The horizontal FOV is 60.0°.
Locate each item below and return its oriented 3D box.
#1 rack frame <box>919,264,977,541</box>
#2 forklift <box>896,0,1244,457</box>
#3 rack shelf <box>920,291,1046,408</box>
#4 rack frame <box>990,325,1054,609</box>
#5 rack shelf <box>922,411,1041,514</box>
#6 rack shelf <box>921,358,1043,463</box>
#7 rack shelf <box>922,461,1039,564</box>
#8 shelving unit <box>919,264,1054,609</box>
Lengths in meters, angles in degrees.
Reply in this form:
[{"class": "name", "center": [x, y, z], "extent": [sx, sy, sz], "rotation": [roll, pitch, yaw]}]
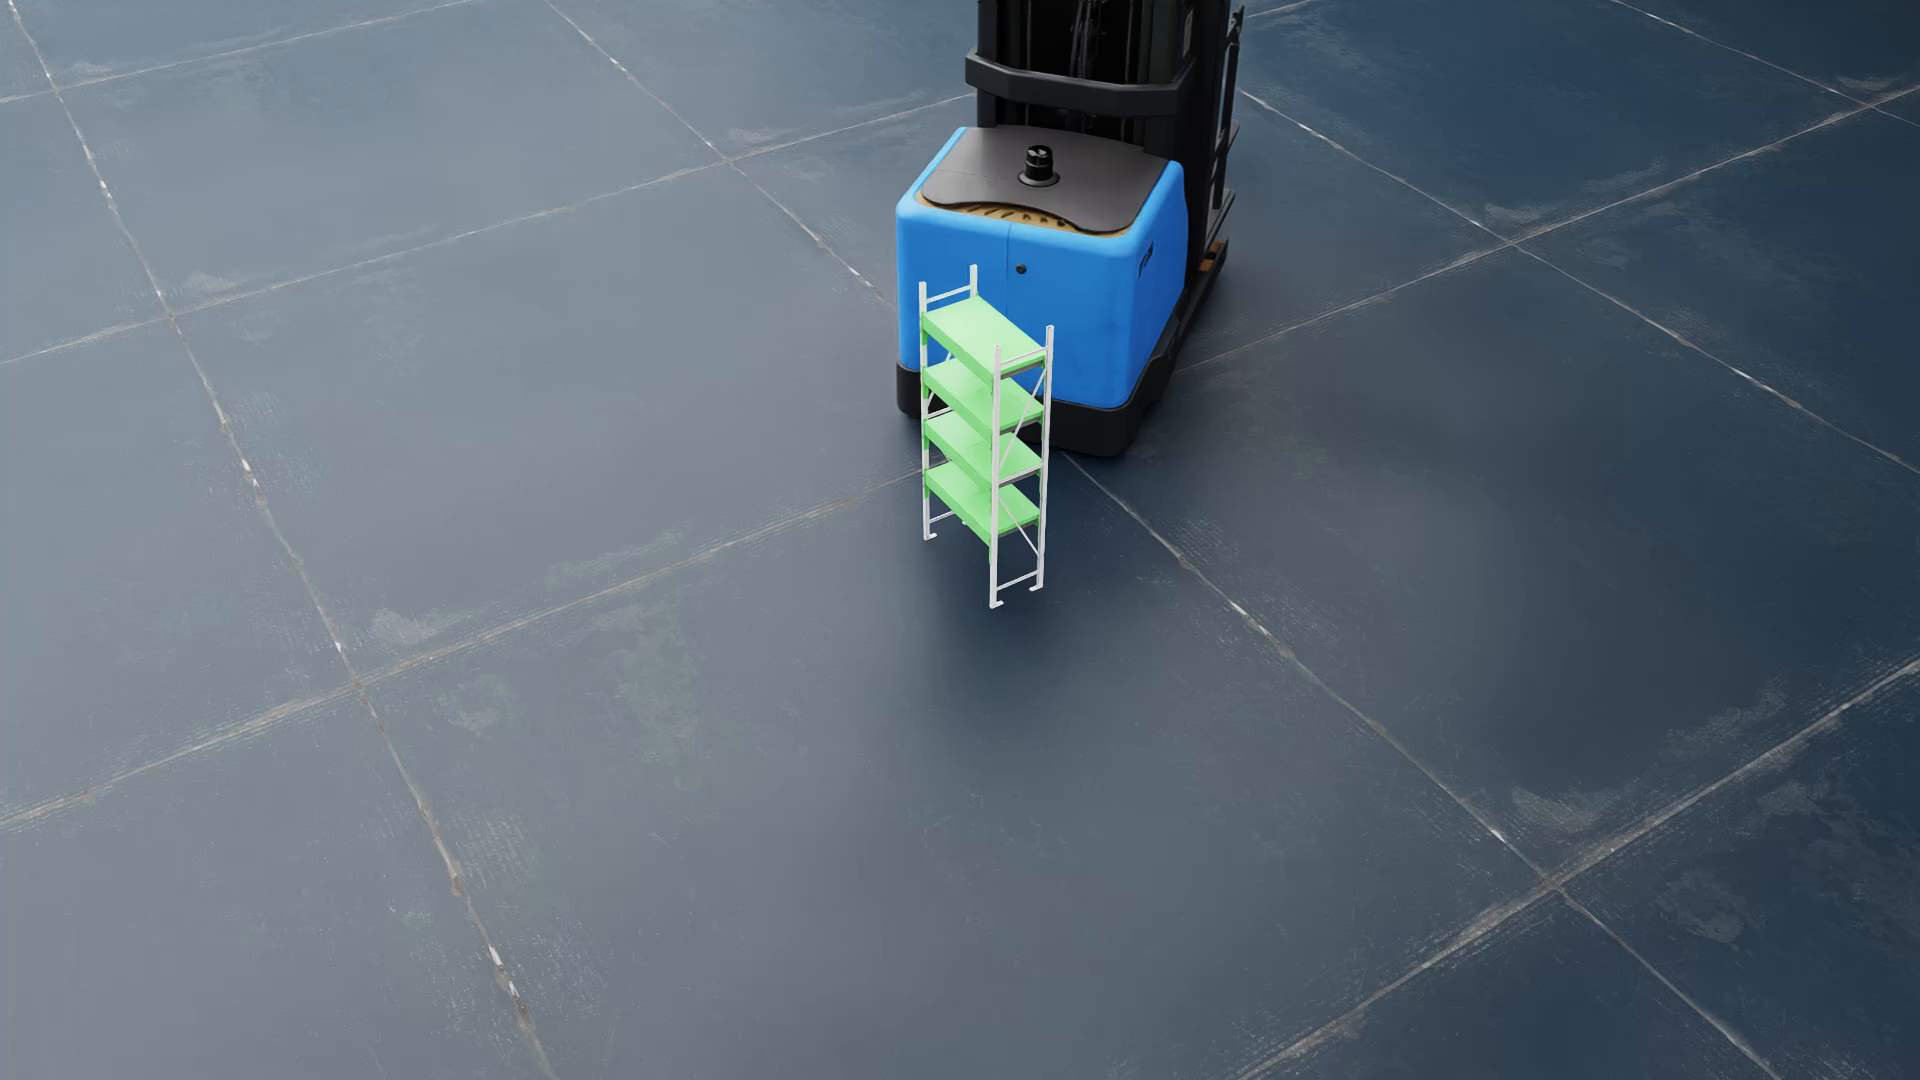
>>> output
[{"class": "rack frame", "center": [-0.042, -0.503, 6.417], "extent": [0.240, 1.200, 0.015], "rotation": [-22, 45, -24]}, {"class": "forklift", "center": [0.704, -2.430, 7.377], "extent": [1.130, 2.935, 3.031], "rotation": [13, 42, 15]}, {"class": "rack shelf", "center": [0.089, -0.691, 5.992], "extent": [0.258, 0.148, 0.480], "rotation": [-22, 45, -24]}, {"class": "rack frame", "center": [0.220, -0.240, 6.101], "extent": [0.240, 1.200, 0.015], "rotation": [-22, 45, -24]}, {"class": "rack shelf", "center": [0.089, -0.323, 6.300], "extent": [0.258, 0.148, 0.480], "rotation": [-22, 45, -24]}, {"class": "rack shelf", "center": [0.089, -0.507, 6.146], "extent": [0.258, 0.148, 0.480], "rotation": [-22, 45, -24]}, {"class": "rack shelf", "center": [0.089, -0.138, 6.453], "extent": [0.258, 0.148, 0.480], "rotation": [-22, 45, -24]}, {"class": "shelving unit", "center": [0.089, -0.372, 6.259], "extent": [0.258, 1.200, 0.503], "rotation": [-22, 45, -24]}]
